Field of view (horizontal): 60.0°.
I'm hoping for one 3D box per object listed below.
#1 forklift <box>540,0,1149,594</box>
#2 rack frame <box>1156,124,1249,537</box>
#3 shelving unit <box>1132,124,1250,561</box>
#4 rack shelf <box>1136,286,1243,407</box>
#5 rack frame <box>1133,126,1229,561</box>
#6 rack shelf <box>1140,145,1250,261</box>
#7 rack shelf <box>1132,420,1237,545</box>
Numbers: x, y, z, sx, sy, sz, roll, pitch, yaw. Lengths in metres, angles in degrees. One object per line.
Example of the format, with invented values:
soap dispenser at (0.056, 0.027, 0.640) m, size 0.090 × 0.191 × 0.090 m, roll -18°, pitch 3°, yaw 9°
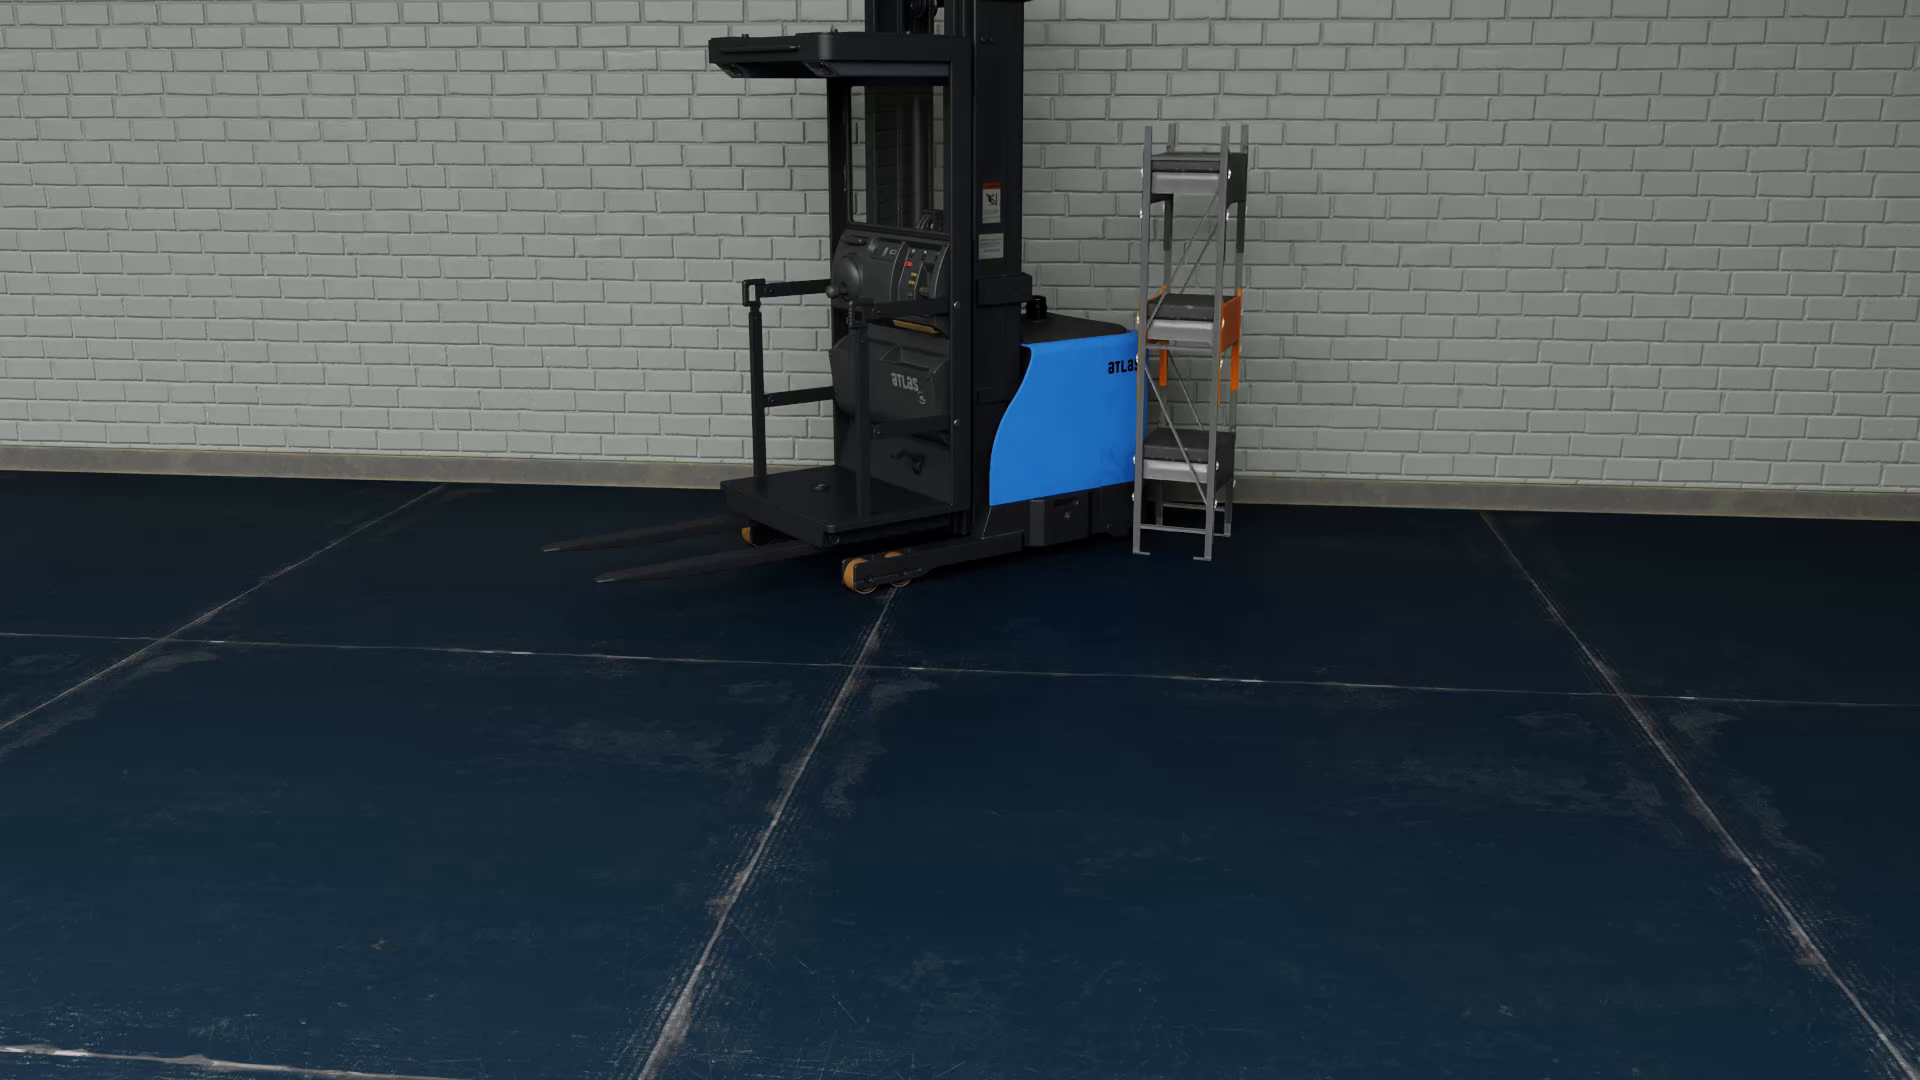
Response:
forklift at (-0.514, -1.320, 7.927) m, size 3.031 × 2.935 × 1.130 m, roll -11°, pitch 18°, yaw -34°
rack frame at (1.231, -1.048, 8.517) m, size 0.400 × 2.100 × 0.015 m, roll 5°, pitch 16°, yaw 19°
shelving unit at (1.147, -0.989, 8.295) m, size 0.431 × 2.100 × 0.503 m, roll 5°, pitch 16°, yaw 19°
rack shelf at (1.147, -0.975, 8.299) m, size 0.431 × 0.518 × 0.480 m, roll 5°, pitch 16°, yaw 19°
rack frame at (1.064, -0.929, 8.074) m, size 0.400 × 2.100 × 0.015 m, roll 5°, pitch 16°, yaw 19°
rack shelf at (1.147, -1.651, 8.116) m, size 0.431 × 0.518 × 0.480 m, roll 5°, pitch 16°, yaw 19°
rack shelf at (1.147, -0.300, 8.482) m, size 0.431 × 0.518 × 0.480 m, roll 5°, pitch 16°, yaw 19°
